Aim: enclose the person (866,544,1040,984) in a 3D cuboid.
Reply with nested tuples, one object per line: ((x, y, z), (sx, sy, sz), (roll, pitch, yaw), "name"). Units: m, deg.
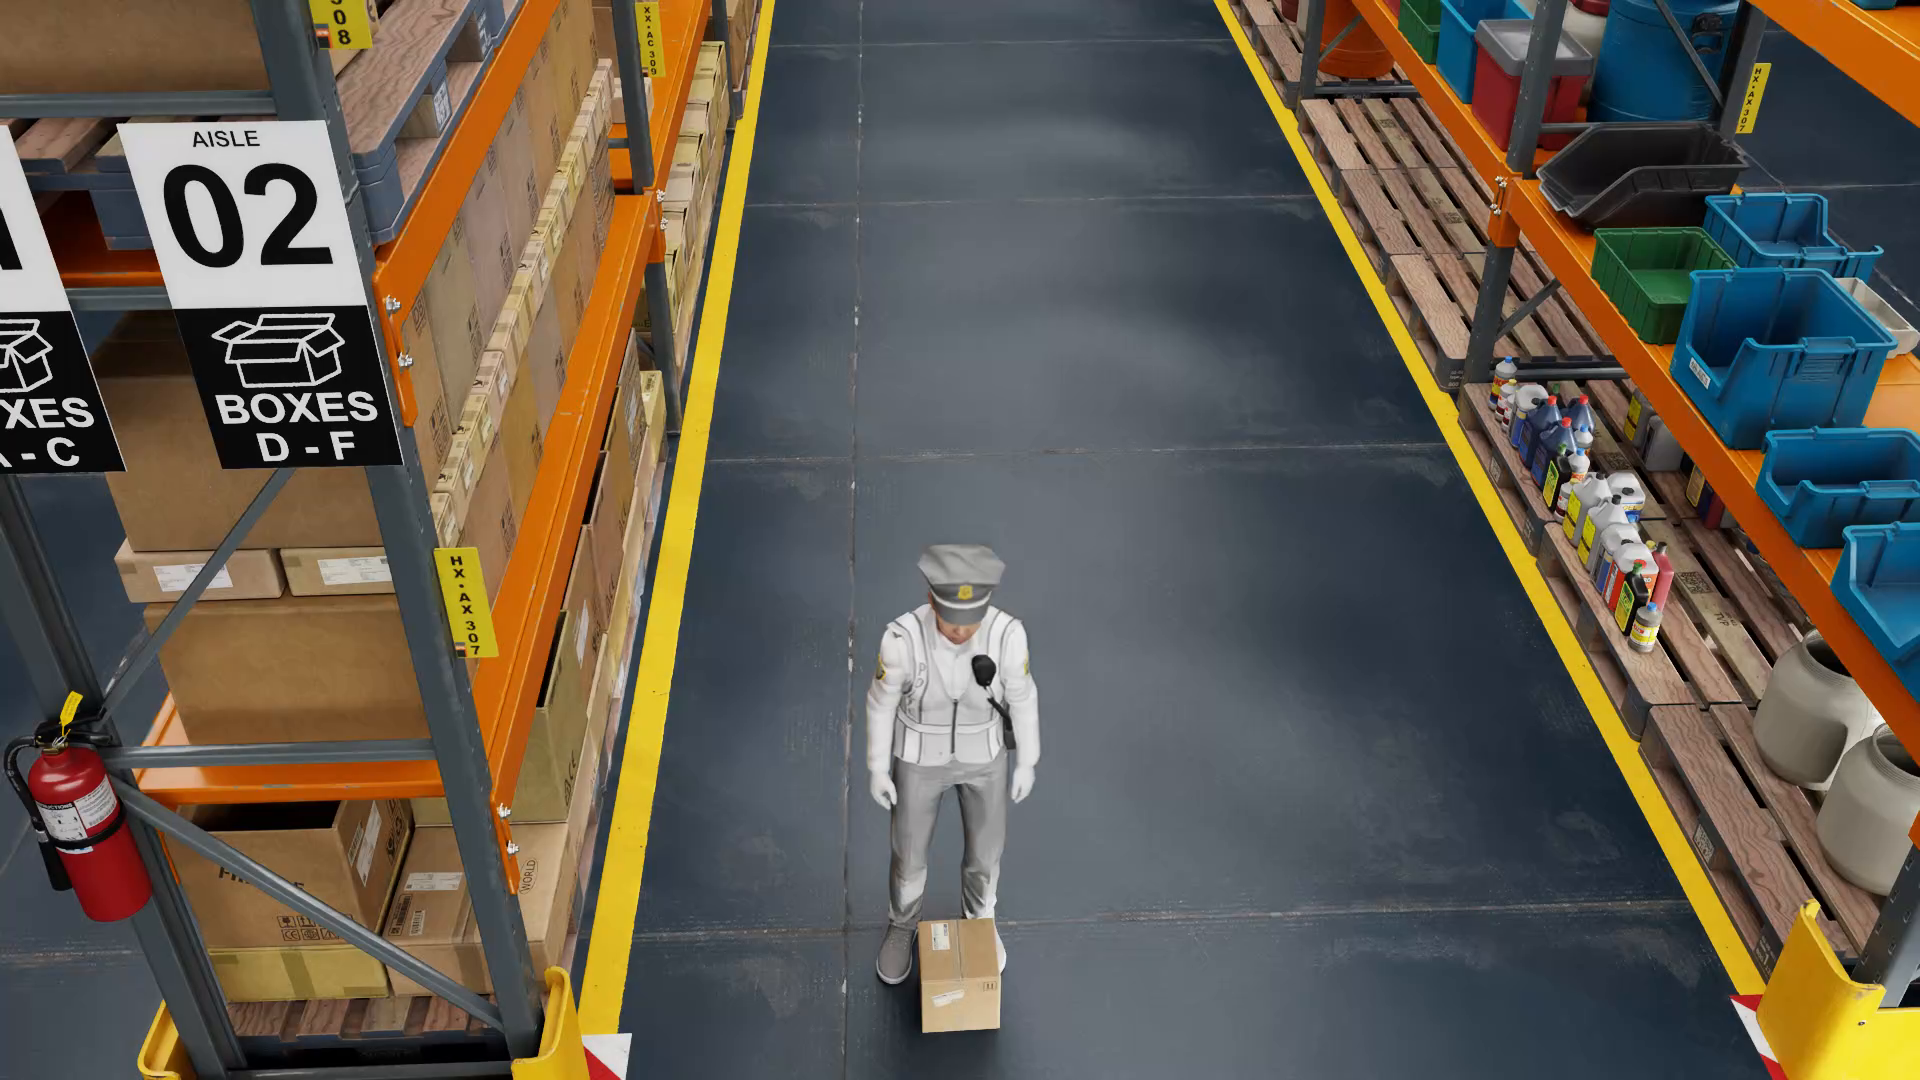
((-0.021, 0.696, 5.164), (0.537, 1.663, 0.378), (-2, 36, -3), "person")
